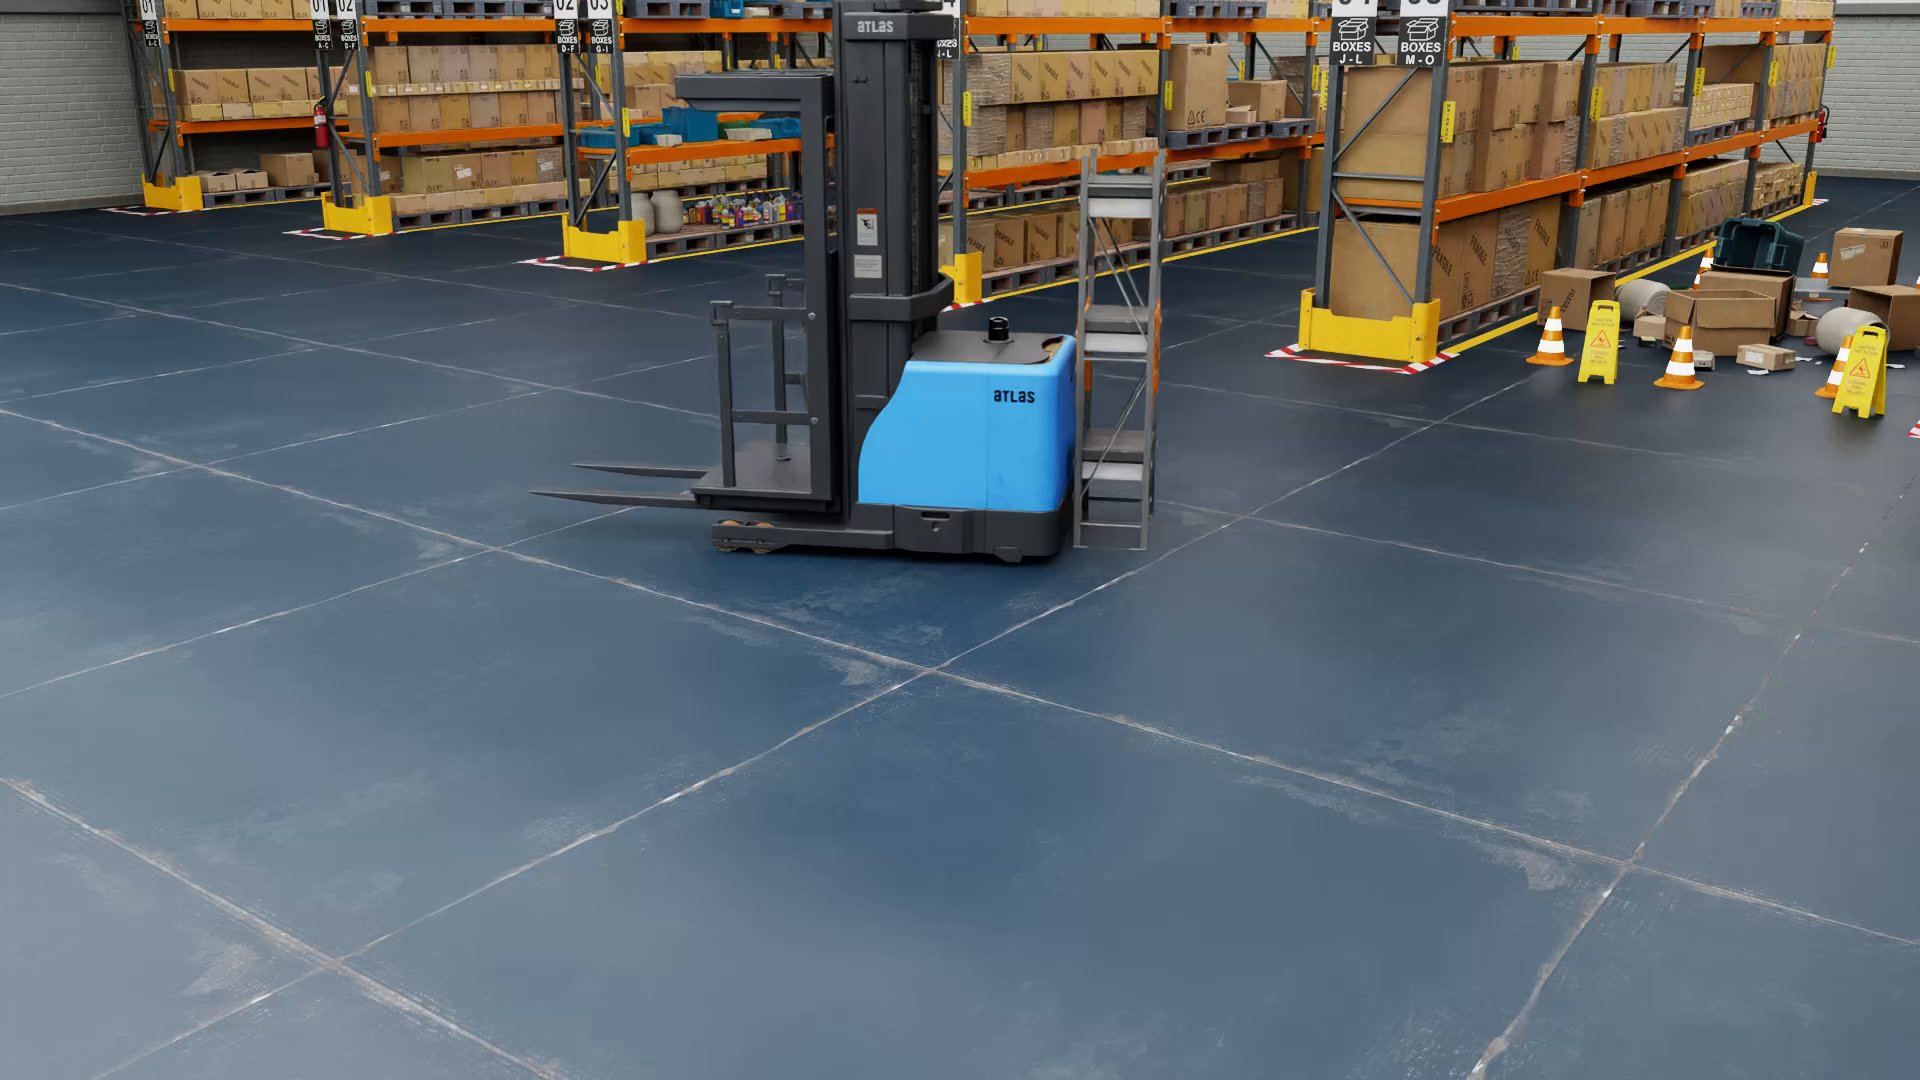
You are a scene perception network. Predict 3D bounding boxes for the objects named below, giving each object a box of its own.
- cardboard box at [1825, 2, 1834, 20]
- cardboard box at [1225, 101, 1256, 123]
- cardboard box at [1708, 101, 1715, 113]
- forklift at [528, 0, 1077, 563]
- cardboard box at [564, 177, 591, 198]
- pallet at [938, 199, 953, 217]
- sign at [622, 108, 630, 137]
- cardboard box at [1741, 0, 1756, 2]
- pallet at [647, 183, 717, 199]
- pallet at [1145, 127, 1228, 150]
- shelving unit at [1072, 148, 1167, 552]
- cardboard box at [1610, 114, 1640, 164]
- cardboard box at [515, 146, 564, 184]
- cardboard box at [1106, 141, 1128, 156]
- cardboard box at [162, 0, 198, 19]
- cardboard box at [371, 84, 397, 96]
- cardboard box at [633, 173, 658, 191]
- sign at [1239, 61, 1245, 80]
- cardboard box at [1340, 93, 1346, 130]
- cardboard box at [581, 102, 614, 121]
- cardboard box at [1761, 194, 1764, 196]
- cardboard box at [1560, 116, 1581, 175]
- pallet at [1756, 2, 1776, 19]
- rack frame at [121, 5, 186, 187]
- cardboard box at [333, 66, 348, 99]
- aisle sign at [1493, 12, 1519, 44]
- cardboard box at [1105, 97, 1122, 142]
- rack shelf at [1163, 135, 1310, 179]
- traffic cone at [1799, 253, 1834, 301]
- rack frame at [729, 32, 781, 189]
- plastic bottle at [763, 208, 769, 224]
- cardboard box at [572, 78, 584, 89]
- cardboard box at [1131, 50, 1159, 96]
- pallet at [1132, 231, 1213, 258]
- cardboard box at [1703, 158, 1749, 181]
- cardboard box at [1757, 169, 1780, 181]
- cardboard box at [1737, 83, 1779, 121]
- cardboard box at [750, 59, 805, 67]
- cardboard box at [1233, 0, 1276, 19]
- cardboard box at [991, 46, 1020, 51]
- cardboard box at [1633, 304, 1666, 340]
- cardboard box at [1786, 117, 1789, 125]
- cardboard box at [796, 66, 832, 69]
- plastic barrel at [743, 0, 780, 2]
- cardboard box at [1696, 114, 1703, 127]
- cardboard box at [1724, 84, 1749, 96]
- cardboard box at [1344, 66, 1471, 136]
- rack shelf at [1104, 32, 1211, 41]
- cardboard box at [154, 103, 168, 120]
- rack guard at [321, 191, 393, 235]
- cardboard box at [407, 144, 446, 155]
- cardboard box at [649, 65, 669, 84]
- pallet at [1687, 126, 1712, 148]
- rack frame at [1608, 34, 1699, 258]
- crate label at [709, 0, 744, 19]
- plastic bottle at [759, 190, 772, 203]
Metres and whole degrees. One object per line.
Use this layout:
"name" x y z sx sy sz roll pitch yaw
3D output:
"cardboard box" 13.031 -8.091 25.434 0.500 0.250 0.500 12 21 34
"cardboard box" 3.623 -5.571 21.646 0.396 0.266 0.258 12 21 33
"cardboard box" 9.387 -5.530 21.208 0.380 0.149 0.250 12 21 35
"forklift" -0.890 -1.475 9.050 3.031 2.935 1.130 3 18 10
"cardboard box" -6.038 -5.417 25.558 0.500 0.250 0.500 12 21 35
"pallet" -0.799 -4.957 24.849 1.003 0.211 1.213 12 21 35
"sign" -3.906 -4.884 19.446 0.100 0.325 0.005 12 21 35
"cardboard box" 10.392 -7.542 22.539 0.700 0.500 0.500 12 21 35
"pallet" -4.804 -5.821 27.633 1.003 0.211 1.213 12 21 35
"pallet" 2.588 -4.992 20.585 1.003 0.211 1.213 12 21 35
"shelving unit" 0.860 -1.022 8.994 0.431 2.100 0.503 3 17 9
"cardboard box" 7.069 -4.391 18.158 0.500 0.500 0.500 12 21 34
"cardboard box" -6.346 -5.658 25.070 0.500 0.500 0.500 12 21 35
"cardboard box" 1.711 -4.518 19.159 0.380 0.149 0.250 12 21 35
"cardboard box" -11.901 -8.126 25.092 0.500 0.500 0.500 13 22 36
"cardboard box" -7.914 -6.139 22.692 0.380 0.149 0.250 12 21 34
"cardboard box" -5.193 -5.740 26.598 0.500 0.250 0.500 13 22 36
"sign" 3.952 -6.530 23.262 0.100 0.325 0.005 12 21 35
"cardboard box" 5.213 -6.119 23.721 0.500 0.500 0.500 12 21 33
"cardboard box" -5.679 -6.732 26.117 0.500 0.250 0.500 14 22 38
"cardboard box" 11.557 -5.002 24.393 0.380 0.149 0.250 12 21 34
"cardboard box" 5.729 -4.008 16.841 0.875 0.550 0.550 12 21 35
"pallet" 10.252 -7.147 22.459 1.213 0.211 1.003 12 21 35
"rack frame" -12.302 -6.600 25.441 1.000 3.000 0.127 12 21 35
"cardboard box" -10.244 -7.562 27.492 0.500 0.500 0.500 12 21 34
"aisle sign" 9.450 -8.991 28.755 0.394 0.787 0.004 12 21 35
"cardboard box" 1.372 -4.908 19.320 0.875 0.500 0.500 12 21 35
"rack shelf" 3.208 -5.060 21.693 1.077 0.370 4.000 12 21 35
"traffic cone" 8.959 -2.753 17.329 0.336 0.463 0.334 12 21 35
"rack frame" -3.554 -7.631 28.760 1.000 3.000 0.127 12 21 35
"plastic bottle" -2.569 -4.278 21.939 0.097 0.201 0.097 0 17 0
"cardboard box" -5.928 -6.934 25.251 0.380 0.149 0.250 12 21 35
"cardboard box" 1.969 -5.439 19.344 0.500 0.500 0.500 12 21 35
"pallet" 2.479 -3.781 21.064 1.003 0.211 1.213 12 21 35
"cardboard box" 10.465 -5.075 22.771 0.500 0.250 0.500 12 21 33
"cardboard box" 12.029 -5.468 24.891 0.380 0.149 0.250 13 21 35
"cardboard box" 11.203 -6.195 23.466 0.500 0.500 0.500 12 21 34
"cardboard box" -3.950 -10.076 36.127 0.980 0.700 0.700 11 20 32
"cardboard box" 3.727 -6.845 21.422 0.500 0.250 0.500 13 22 36
"cardboard box" 0.868 -9.787 33.847 0.500 0.500 0.500 13 22 36
"cardboard box" 6.394 -1.986 15.192 0.258 0.266 0.396 -16 23 -41
"cardboard box" 12.139 -6.280 24.832 0.380 0.149 0.250 13 21 36
"cardboard box" -2.571 -8.234 29.823 0.500 0.500 0.700 -15 23 -40
"plastic barrel" -2.641 -7.457 21.587 0.600 0.901 0.708 12 21 35
"cardboard box" 9.072 -5.259 20.837 0.380 0.149 0.250 14 22 37
"cardboard box" 10.464 -6.103 22.550 0.380 0.149 0.250 12 21 33
"cardboard box" 3.808 -3.743 14.165 0.875 0.550 0.550 12 21 35
"rack shelf" 3.997 -9.273 30.203 1.077 0.370 4.000 12 21 35
"cardboard box" -12.179 -6.684 25.929 0.500 0.250 0.500 13 21 35
"rack guard" -8.335 -4.526 22.977 1.175 0.500 0.348 12 21 35
"cardboard box" -9.493 -6.748 29.388 0.700 0.500 0.500 13 22 37
"cardboard box" -6.120 -9.142 32.922 0.500 0.500 0.500 13 22 36
"pallet" 8.662 -5.076 20.856 1.213 0.211 1.003 12 21 35
"rack frame" 8.322 -4.979 20.221 1.000 3.000 0.127 12 21 35
"crate label" -2.965 -6.599 20.628 0.502 0.251 0.408 12 21 35
"plastic bottle" -2.660 -4.603 22.734 0.144 0.351 0.185 12 21 35
